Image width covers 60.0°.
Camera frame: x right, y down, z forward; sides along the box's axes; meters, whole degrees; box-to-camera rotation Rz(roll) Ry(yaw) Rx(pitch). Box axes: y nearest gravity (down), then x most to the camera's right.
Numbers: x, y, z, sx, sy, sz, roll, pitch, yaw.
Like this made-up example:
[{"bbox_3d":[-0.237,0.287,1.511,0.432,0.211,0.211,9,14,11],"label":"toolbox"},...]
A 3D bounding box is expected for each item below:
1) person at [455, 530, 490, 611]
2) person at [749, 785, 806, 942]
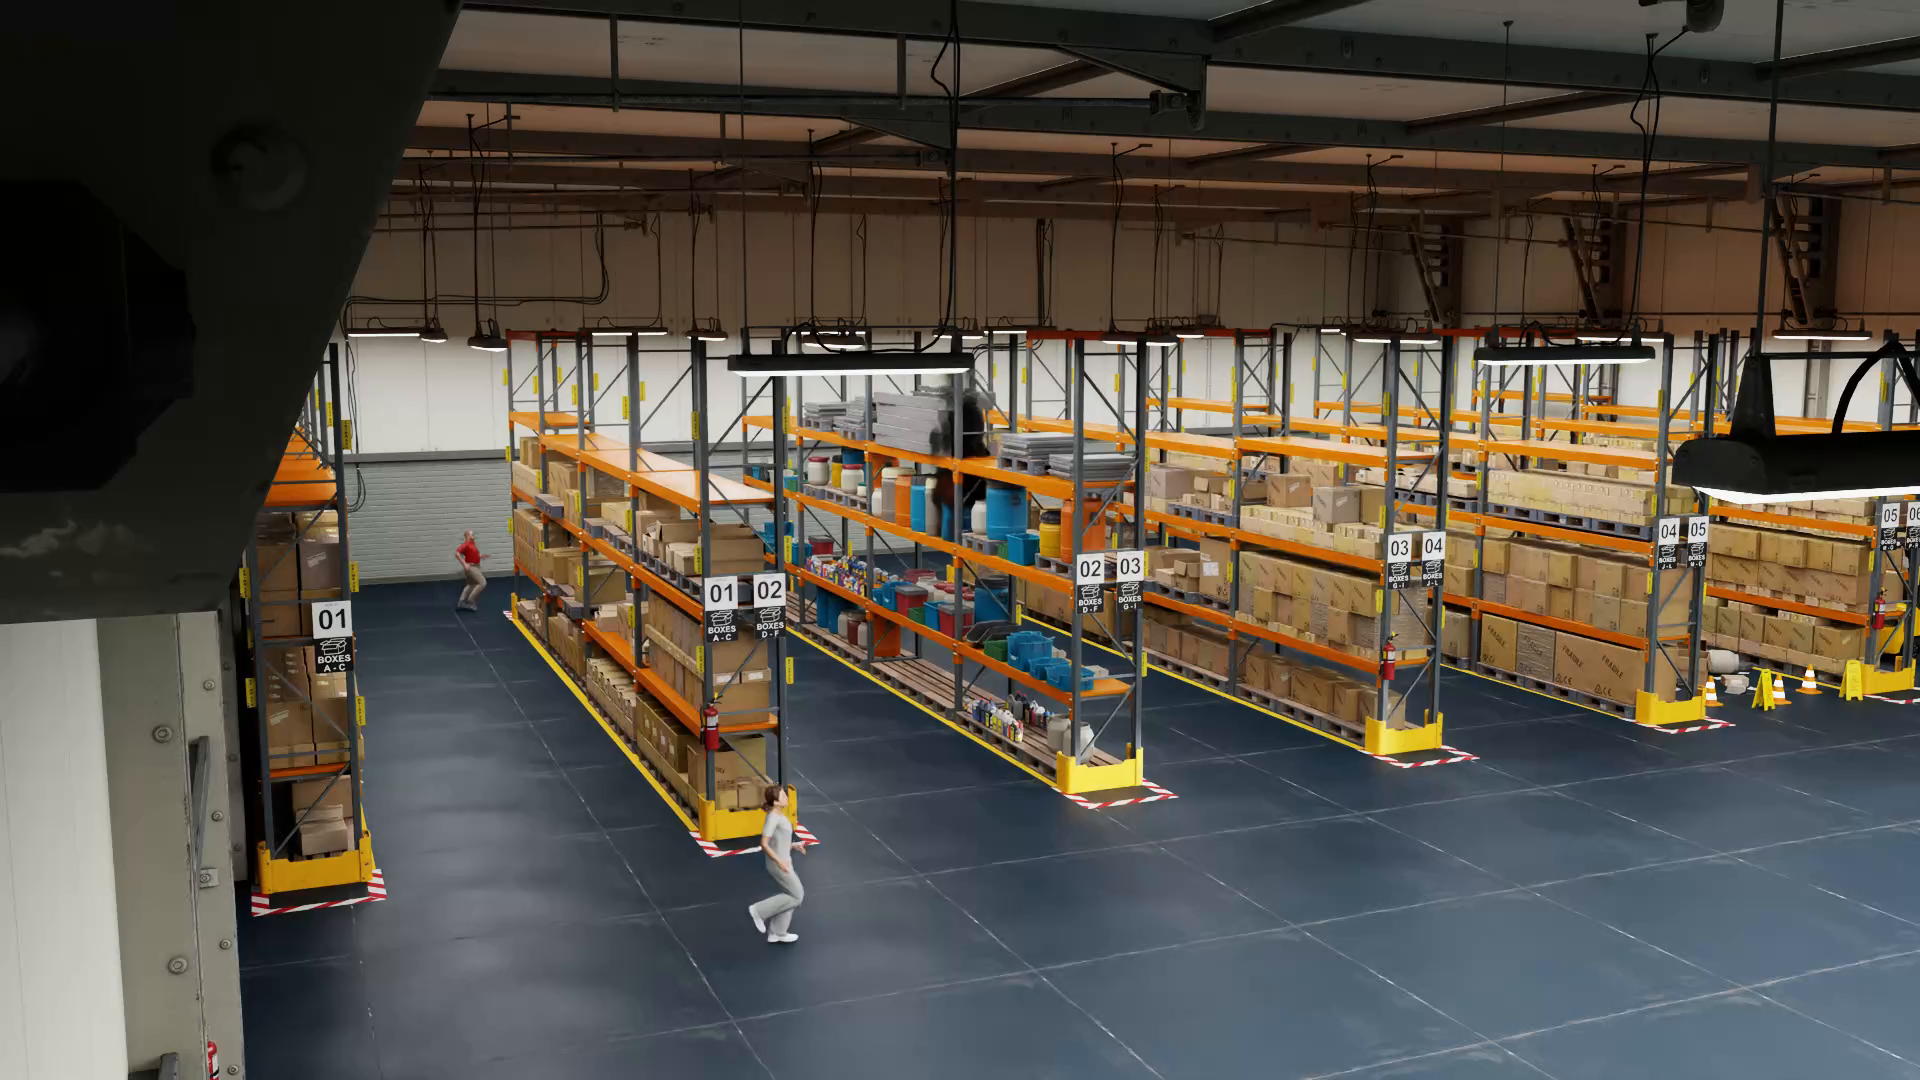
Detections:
[{"bbox_3d":[-10.413,0.654,35.585,0.687,1.741,0.639,-1,8,-11],"label":"person"},{"bbox_3d":[-1.840,3.265,16.771,0.573,1.625,0.572,0,8,-3],"label":"person"}]
